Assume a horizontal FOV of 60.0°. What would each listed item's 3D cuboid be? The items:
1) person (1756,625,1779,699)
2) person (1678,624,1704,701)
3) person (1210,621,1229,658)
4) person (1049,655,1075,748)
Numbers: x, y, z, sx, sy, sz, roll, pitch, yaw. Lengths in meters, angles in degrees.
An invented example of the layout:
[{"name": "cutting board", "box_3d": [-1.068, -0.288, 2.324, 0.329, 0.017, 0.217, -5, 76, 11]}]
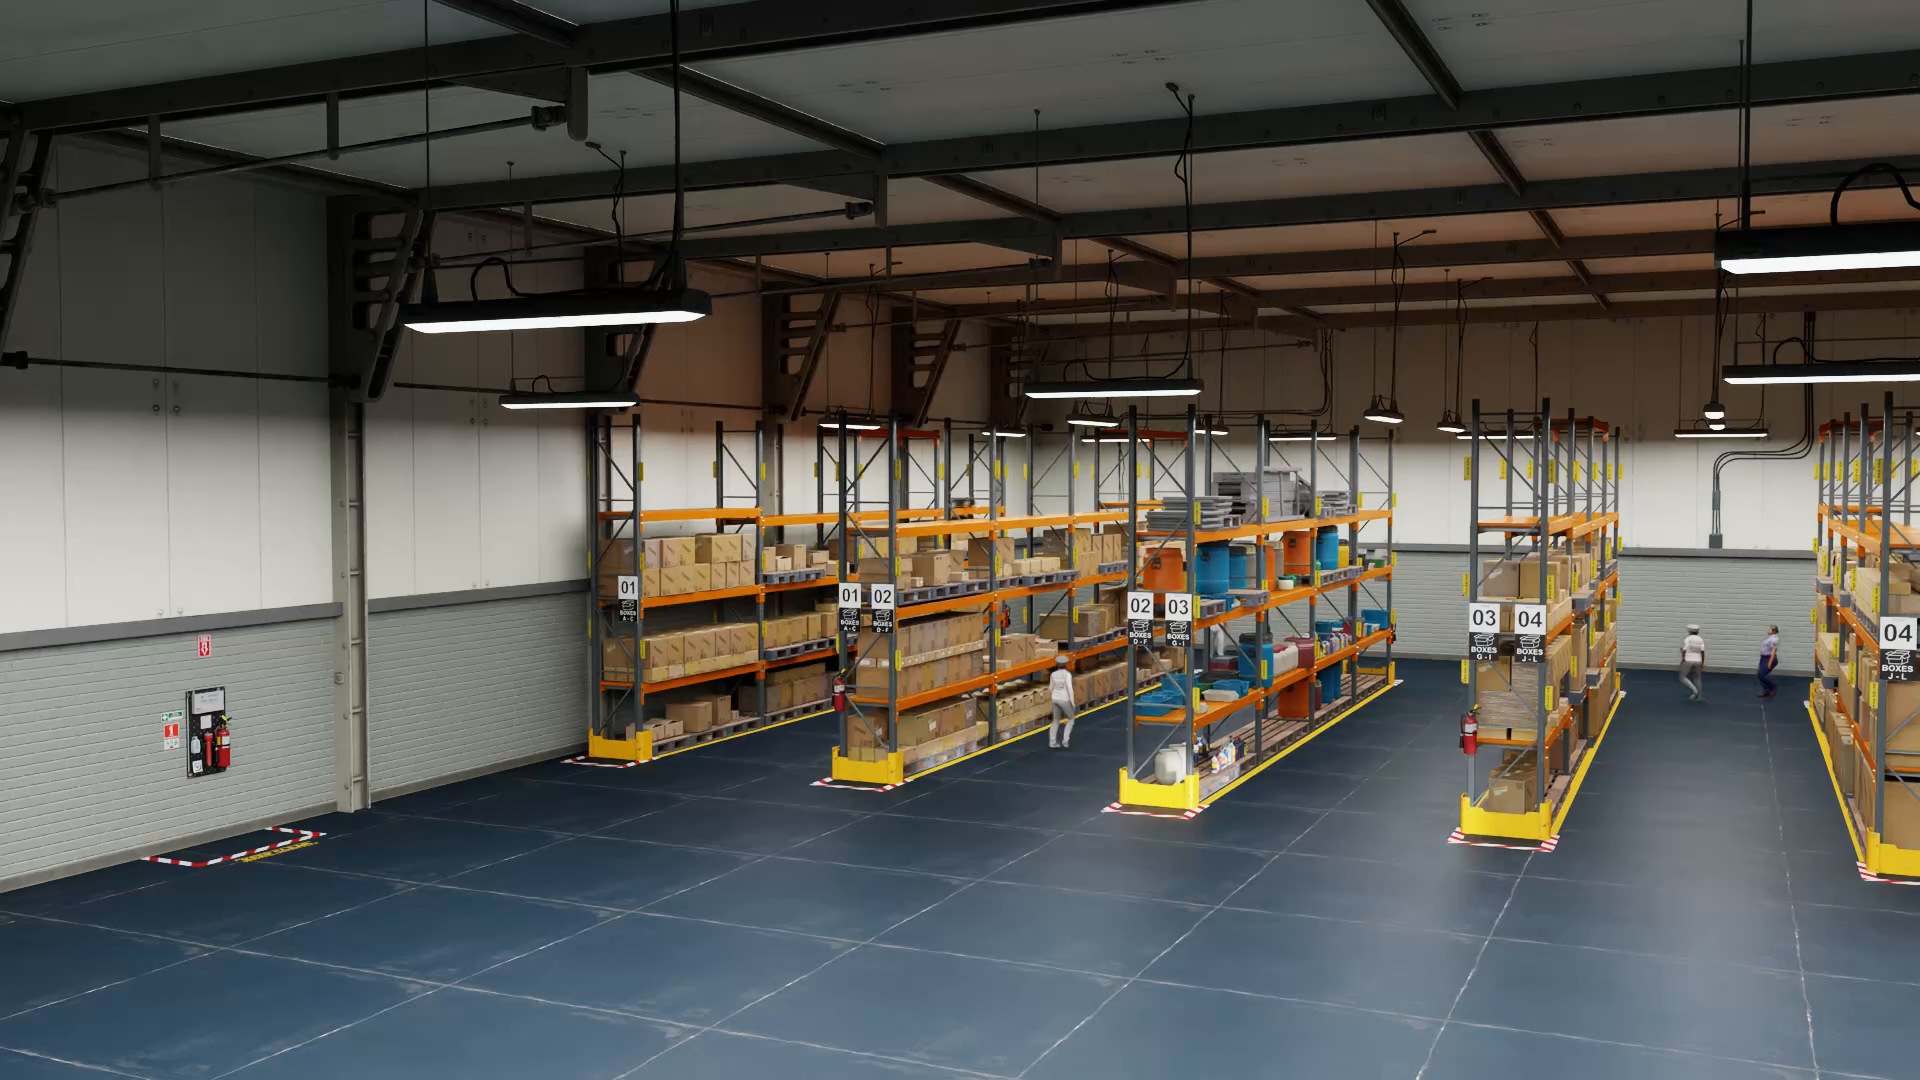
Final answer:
[{"name": "person", "box_3d": [17.714, 2.668, 36.515, 0.470, 1.628, 0.550, 0, 2, 4]}, {"name": "person", "box_3d": [15.945, 2.675, 36.089, 0.622, 1.670, 0.531, -1, 2, -14]}, {"name": "person", "box_3d": [6.740, 2.342, 43.704, 0.645, 1.734, 1.028, 0, 2, 1]}, {"name": "person", "box_3d": [1.862, 2.974, 30.172, 0.563, 1.750, 0.601, -2, 3, -39]}]
